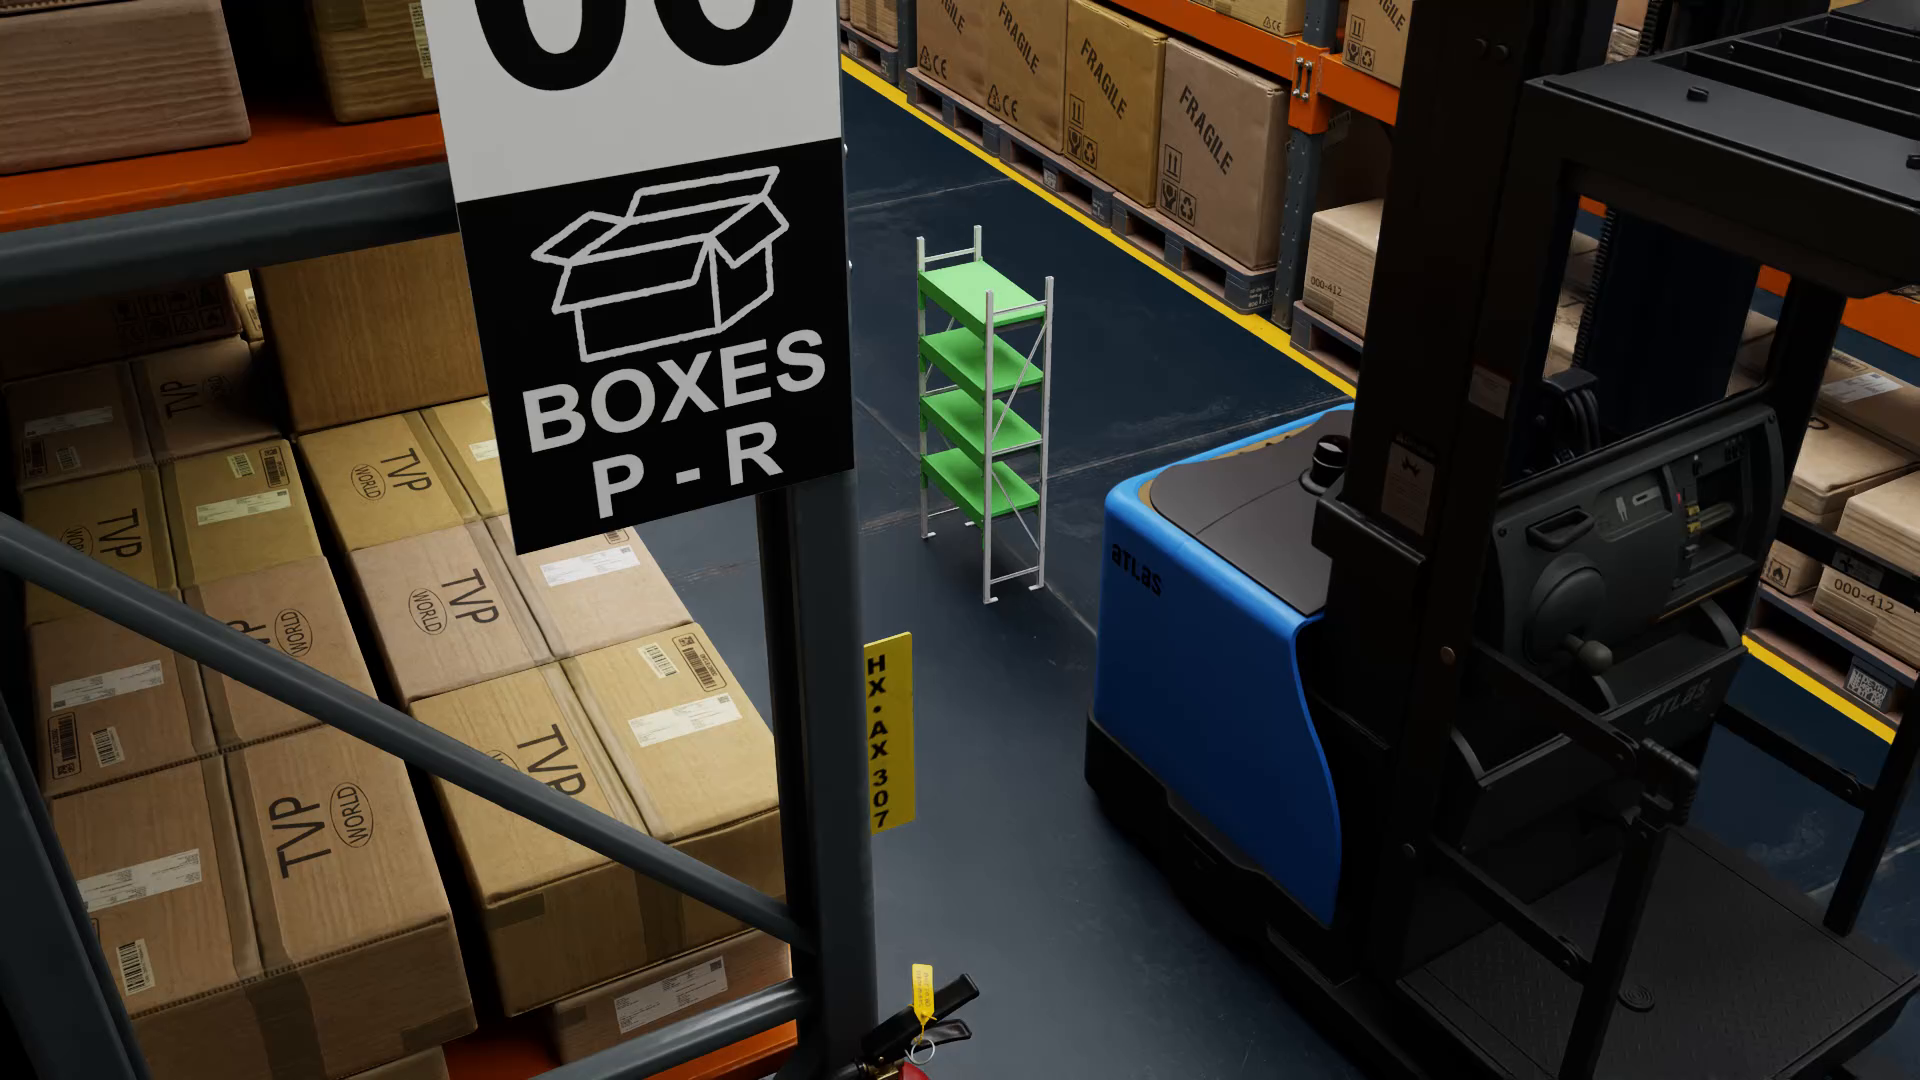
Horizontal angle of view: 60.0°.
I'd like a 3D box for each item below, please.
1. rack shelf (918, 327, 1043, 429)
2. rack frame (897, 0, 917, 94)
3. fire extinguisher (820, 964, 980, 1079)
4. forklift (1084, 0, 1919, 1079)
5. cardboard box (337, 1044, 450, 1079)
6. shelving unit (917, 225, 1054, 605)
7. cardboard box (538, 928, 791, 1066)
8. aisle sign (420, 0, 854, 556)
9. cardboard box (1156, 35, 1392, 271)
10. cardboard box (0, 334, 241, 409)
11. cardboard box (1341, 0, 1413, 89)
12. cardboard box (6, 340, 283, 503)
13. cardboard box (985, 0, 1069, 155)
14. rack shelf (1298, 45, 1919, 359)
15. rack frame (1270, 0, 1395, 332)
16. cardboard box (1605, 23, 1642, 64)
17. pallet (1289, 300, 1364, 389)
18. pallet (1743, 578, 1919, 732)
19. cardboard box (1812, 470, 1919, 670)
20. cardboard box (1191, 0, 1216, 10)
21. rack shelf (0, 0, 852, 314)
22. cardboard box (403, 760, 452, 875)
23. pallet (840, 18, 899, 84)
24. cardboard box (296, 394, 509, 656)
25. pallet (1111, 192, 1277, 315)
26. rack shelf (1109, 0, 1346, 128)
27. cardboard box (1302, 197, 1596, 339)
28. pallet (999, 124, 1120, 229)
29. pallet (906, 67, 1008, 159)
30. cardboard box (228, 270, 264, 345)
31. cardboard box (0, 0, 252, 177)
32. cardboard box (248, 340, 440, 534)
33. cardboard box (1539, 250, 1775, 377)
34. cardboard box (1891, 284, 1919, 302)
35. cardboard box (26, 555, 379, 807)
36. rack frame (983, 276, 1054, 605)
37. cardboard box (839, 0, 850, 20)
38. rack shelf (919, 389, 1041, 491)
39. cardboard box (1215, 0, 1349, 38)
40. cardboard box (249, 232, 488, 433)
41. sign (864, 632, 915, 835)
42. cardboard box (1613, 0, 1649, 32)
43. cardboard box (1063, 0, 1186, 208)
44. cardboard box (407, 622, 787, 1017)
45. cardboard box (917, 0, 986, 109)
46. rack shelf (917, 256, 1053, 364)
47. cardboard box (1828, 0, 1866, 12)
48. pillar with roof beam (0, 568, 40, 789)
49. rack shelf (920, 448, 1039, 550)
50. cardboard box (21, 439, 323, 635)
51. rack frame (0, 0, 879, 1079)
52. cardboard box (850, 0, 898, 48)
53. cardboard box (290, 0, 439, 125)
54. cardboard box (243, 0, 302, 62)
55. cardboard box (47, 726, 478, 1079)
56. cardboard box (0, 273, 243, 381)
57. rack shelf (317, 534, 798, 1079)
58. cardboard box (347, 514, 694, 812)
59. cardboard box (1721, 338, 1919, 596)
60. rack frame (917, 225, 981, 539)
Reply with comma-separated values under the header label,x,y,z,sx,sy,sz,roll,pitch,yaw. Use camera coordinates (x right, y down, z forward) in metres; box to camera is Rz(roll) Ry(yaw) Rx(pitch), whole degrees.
label,x,y,z,sx,sy,sz,roll,pitch,yaw
rack shelf,0.077,-0.575,5.708,0.258,0.148,0.480,-16,36,-23
rack frame,0.071,-4.297,10.177,1.000,3.000,0.127,-16,36,-23
fire extinguisher,-0.111,0.915,2.459,0.296,0.674,0.183,-16,36,-23
forklift,1.596,0.050,3.455,1.130,2.935,3.031,-19,37,-27
cardboard box,-0.980,0.786,2.475,0.380,0.149,0.250,-16,36,-24
shelving unit,0.077,-0.426,5.803,0.258,1.200,0.503,-16,36,-23
cardboard box,-0.499,0.651,2.686,0.380,0.149,0.250,-16,36,-23
aisle sign,-0.297,-0.365,1.629,0.394,0.787,0.004,-16,36,-23
cardboard box,1.576,-1.946,8.087,0.875,0.875,0.875,-15,35,-22
cardboard box,-1.983,-0.411,3.975,0.500,0.250,0.500,-15,36,-22
cardboard box,1.923,-2.140,6.718,0.500,0.500,0.500,-15,35,-22
cardboard box,-1.747,-0.177,3.609,0.500,0.250,0.500,-16,36,-23
cardboard box,0.732,-2.802,9.423,0.875,0.875,0.875,-15,36,-23
rack shelf,2.868,-1.131,5.901,1.077,0.370,4.000,-16,36,-23
rack frame,1.936,-2.388,7.197,1.000,3.000,0.127,-16,36,-23
cardboard box,2.380,-1.660,5.968,0.500,0.500,0.500,-16,36,-23
pallet,2.221,-0.831,7.352,1.003,0.211,1.213,-16,36,-23
pallet,3.359,0.333,5.535,1.003,0.211,1.213,-16,36,-23
cardboard box,3.405,0.133,5.248,0.875,0.438,0.875,-17,36,-25
cardboard box,1.267,-2.719,7.852,0.500,0.250,0.500,-16,36,-24
rack shelf,-1.521,-1.144,3.141,1.077,0.370,4.000,-16,36,-23
cardboard box,-0.812,0.424,3.040,0.380,0.149,0.250,-16,36,-24
pallet,-0.292,-3.496,11.511,1.003,0.211,1.213,-16,36,-23
cardboard box,-1.036,-0.057,3.422,0.500,0.250,0.500,-17,36,-24
pallet,1.509,-1.563,8.494,1.003,0.211,1.213,-16,36,-23
rack shelf,1.003,-3.040,8.881,1.077,0.370,4.000,-16,36,-23
cardboard box,2.134,-1.160,7.265,0.875,0.438,0.875,-16,36,-24
pallet,0.937,-2.146,9.404,1.003,0.211,1.213,-16,36,-23
pallet,0.372,-2.728,10.312,1.003,0.211,1.213,-16,36,-23
cardboard box,-1.533,-0.542,4.178,0.500,0.250,0.500,-16,36,-23
cardboard box,-0.942,-0.481,1.672,0.380,0.149,0.250,-15,36,-22
cardboard box,-1.293,-0.296,3.794,0.500,0.250,0.500,-17,36,-24
cardboard box,2.552,-0.732,6.598,0.875,0.438,0.875,-17,36,-24
cardboard box,3.121,-0.928,4.826,0.500,0.500,0.500,-17,36,-24
cardboard box,-1.277,0.310,2.849,0.500,0.250,0.500,-16,36,-23
rack frame,0.191,-0.310,5.621,0.240,1.200,0.015,-16,36,-23
cardboard box,-0.535,-3.990,11.743,0.950,0.372,0.625,-17,36,-24
rack shelf,0.077,-0.372,5.838,0.258,0.148,0.480,-16,36,-23
cardboard box,1.504,-2.476,7.473,0.500,0.250,0.500,-17,36,-24
cardboard box,-1.261,-0.607,3.585,0.500,0.500,0.500,-15,36,-22
sign,-0.109,0.270,2.246,0.100,0.325,0.005,-16,36,-23
cardboard box,2.403,-2.073,5.686,0.500,0.500,0.500,-15,36,-22
cardboard box,1.148,-2.375,8.757,0.875,0.875,0.875,-15,36,-22
cardboard box,-0.562,0.425,2.670,0.500,0.250,0.500,-16,36,-23
cardboard box,0.319,-3.229,10.089,0.875,0.875,0.875,-16,36,-24
rack shelf,0.077,-0.777,5.579,0.258,0.148,0.480,-16,36,-23
cardboard box,2.868,-1.591,4.934,0.500,0.500,0.500,-16,36,-23
pillar with roof beam,0.882,-4.188,4.445,9.100,9.000,0.400,-16,36,-23
rack shelf,0.077,-0.170,5.967,0.258,0.148,0.480,-16,36,-23
cardboard box,-1.504,0.072,3.220,0.500,0.250,0.500,-15,35,-22
rack frame,-0.586,0.770,2.267,0.949,2.616,0.053,-16,36,-23
cardboard box,-0.184,-3.640,11.197,0.950,0.372,0.625,-18,37,-26
cardboard box,-0.531,-0.597,1.853,0.380,0.149,0.250,-15,36,-22
cardboard box,-0.677,-0.715,2.038,0.380,0.149,0.250,-15,36,-22
cardboard box,-1.038,0.556,2.465,0.500,0.250,0.500,-15,36,-22
cardboard box,-1.995,-0.738,3.790,0.500,0.500,0.500,-17,36,-24
rack shelf,-1.521,0.119,3.950,1.077,0.370,4.000,-16,36,-23
cardboard box,-0.797,0.184,3.045,0.500,0.250,0.500,-15,36,-23
cardboard box,2.971,-0.302,5.926,0.875,0.438,0.875,-15,36,-22
rack frame,-0.037,-0.543,5.985,0.240,1.200,0.015,-16,36,-23
